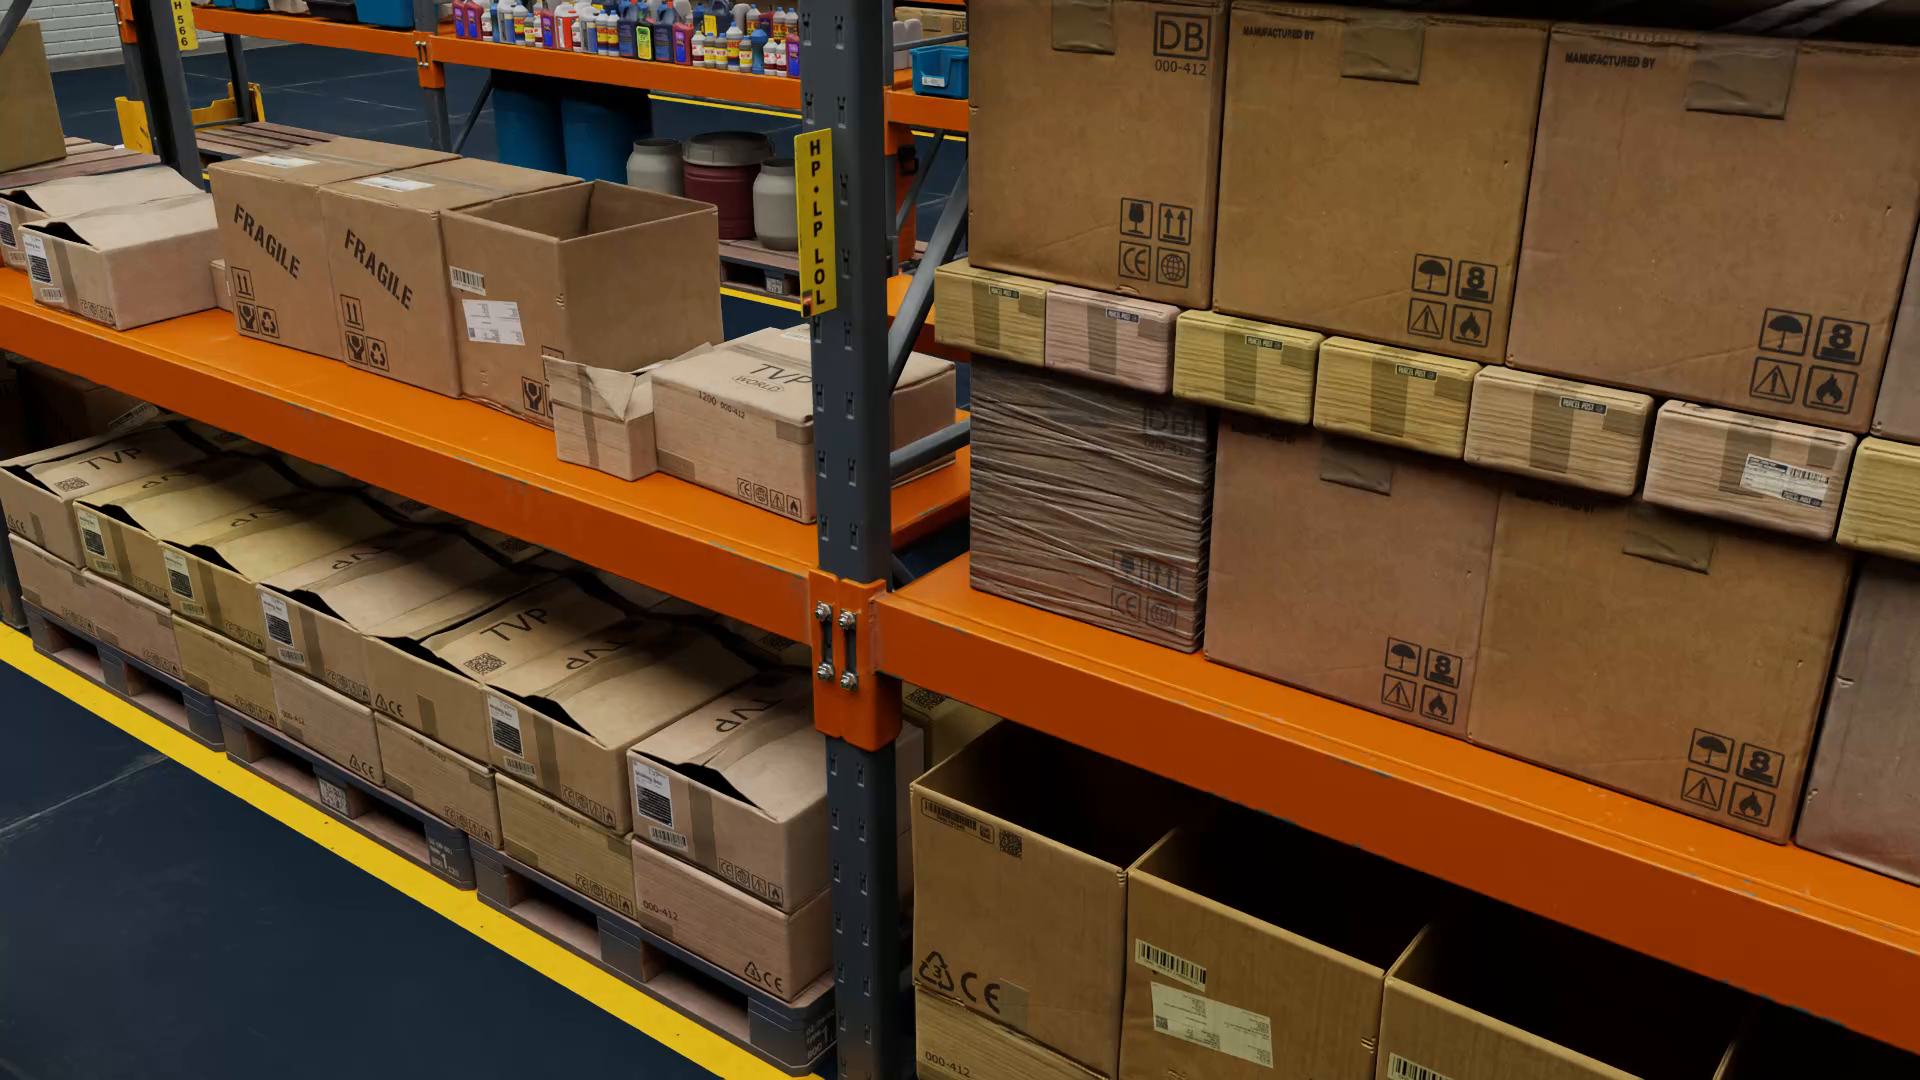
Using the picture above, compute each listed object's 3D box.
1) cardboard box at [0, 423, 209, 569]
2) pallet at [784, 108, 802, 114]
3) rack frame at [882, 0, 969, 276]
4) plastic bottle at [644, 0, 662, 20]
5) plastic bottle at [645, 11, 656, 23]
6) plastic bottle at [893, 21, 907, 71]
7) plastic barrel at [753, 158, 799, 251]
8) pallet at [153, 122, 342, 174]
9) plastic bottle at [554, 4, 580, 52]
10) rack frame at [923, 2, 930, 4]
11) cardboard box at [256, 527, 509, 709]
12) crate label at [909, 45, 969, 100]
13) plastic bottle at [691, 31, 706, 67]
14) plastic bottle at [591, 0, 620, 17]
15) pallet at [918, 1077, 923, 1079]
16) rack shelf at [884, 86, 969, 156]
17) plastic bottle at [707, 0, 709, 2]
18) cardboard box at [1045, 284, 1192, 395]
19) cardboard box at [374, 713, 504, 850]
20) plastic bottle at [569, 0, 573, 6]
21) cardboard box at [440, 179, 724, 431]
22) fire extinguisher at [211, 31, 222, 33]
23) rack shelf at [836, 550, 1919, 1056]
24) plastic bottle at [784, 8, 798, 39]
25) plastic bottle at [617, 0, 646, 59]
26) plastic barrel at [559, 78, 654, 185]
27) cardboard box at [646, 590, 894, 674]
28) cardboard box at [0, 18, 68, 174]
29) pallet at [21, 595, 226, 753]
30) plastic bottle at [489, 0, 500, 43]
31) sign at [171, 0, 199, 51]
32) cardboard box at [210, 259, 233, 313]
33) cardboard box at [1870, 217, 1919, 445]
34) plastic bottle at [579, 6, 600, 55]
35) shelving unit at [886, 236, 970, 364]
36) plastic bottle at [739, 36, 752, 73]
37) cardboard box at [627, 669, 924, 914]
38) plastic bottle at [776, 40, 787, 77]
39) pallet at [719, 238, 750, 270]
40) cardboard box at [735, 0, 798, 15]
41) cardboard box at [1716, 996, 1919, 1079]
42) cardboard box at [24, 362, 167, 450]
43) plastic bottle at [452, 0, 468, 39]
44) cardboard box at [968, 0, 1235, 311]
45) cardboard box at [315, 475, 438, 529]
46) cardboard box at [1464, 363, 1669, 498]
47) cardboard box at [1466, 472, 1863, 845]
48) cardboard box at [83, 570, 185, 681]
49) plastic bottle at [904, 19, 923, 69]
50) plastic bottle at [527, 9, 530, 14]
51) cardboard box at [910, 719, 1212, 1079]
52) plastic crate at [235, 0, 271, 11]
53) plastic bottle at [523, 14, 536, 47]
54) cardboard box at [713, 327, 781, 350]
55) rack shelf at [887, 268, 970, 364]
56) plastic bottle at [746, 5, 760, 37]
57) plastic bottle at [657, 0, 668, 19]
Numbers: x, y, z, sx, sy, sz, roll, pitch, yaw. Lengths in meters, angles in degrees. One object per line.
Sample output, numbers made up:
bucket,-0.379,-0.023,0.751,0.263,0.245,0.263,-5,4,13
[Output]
cardboard box,-2.895,-0.185,5.644,0.500,0.311,0.500,18,29,35
pallet,-0.956,-4.312,16.274,1.213,0.211,1.003,17,29,33
rack frame,-0.164,-2.813,9.415,0.127,3.000,1.000,17,29,33
plastic bottle,-2.052,-3.490,11.104,0.135,0.276,0.152,17,29,33
plastic bottle,-1.877,-3.093,10.195,0.133,0.283,0.061,17,29,33
plastic bottle,-0.408,-2.916,9.803,0.135,0.276,0.152,17,29,33
plastic barrel,-1.071,-2.088,10.332,0.421,0.512,0.421,0,24,0
pallet,-5.929,-3.260,13.887,1.213,0.211,1.003,17,29,33
plastic bottle,-2.482,-3.265,10.594,0.135,0.276,0.152,17,29,33
rack frame,-0.395,-5.379,15.237,0.127,3.000,1.000,17,29,33
cardboard box,-1.651,0.187,4.799,0.500,0.311,0.500,16,29,33
crate label,-0.052,-2.514,8.943,0.416,0.233,0.303,17,29,33
plastic bottle,-1.555,-2.937,9.942,0.097,0.201,0.097,0,24,0
plastic bottle,-2.372,-3.550,11.148,0.185,0.351,0.144,17,29,33
pallet,0.674,1.233,3.690,1.213,0.211,1.003,17,29,33
rack shelf,1.436,-2.000,8.462,4.000,0.370,1.077,17,29,33
plastic bottle,-1.654,-3.396,10.882,0.133,0.283,0.061,17,29,33
cardboard box,0.362,-0.403,3.017,0.250,0.149,0.380,17,29,34
cardboard box,-1.256,0.564,4.639,0.500,0.250,0.500,18,29,34
plastic bottle,-2.676,-3.628,11.509,0.097,0.201,0.097,0,24,0
cardboard box,-0.964,-0.613,4.297,0.500,0.500,0.500,19,30,37
fire extinguisher,-6.414,-4.725,14.312,0.183,0.674,0.296,17,29,33
rack shelf,1.663,0.564,2.642,4.000,0.370,1.077,17,29,33
plastic bottle,-1.055,-3.200,10.452,0.097,0.271,0.097,0,24,0
plastic bottle,-2.015,-3.156,10.254,0.185,0.351,0.144,17,29,33
plastic barrel,-2.373,-2.704,11.249,0.708,0.901,0.600,17,29,33
cardboard box,-0.516,0.258,4.639,0.500,0.311,0.500,16,29,33
cardboard box,-3.710,-1.570,5.948,0.500,0.500,0.700,7,25,16
pallet,-2.503,0.272,5.872,1.213,0.211,1.003,17,29,33
plastic bottle,-3.040,-3.418,10.946,0.097,0.271,0.097,0,24,0
sign,-2.808,-1.926,5.965,0.005,0.325,0.100,17,29,33
cardboard box,-2.084,-0.811,5.182,0.250,0.149,0.380,19,30,37
cardboard box,1.626,-0.419,2.248,0.500,0.500,0.700,17,29,33
plastic bottle,-2.297,-3.209,10.467,0.135,0.276,0.152,17,29,33
shelving unit,-0.005,-0.516,6.527,1.048,1.125,0.538,17,29,33
plastic bottle,-1.244,-2.843,9.728,0.097,0.201,0.097,0,24,0
cardboard box,-0.433,0.555,3.963,0.500,0.311,0.500,17,29,33
plastic bottle,-1.010,-2.772,9.568,0.097,0.201,0.097,0,24,0
pallet,-1.792,-2.010,11.049,1.213,0.211,1.003,17,29,33
cardboard box,-1.595,-5.002,16.496,0.875,0.875,0.875,17,29,33
cardboard box,1.448,1.049,2.608,0.500,0.500,0.500,17,29,33
cardboard box,-3.331,-0.476,6.664,0.500,0.500,0.500,18,30,35
plastic bottle,-3.328,-3.501,11.120,0.133,0.283,0.061,17,29,33
cardboard box,0.422,-0.783,3.074,0.500,0.500,0.700,17,29,34
cardboard box,-1.749,-0.113,5.480,0.500,0.311,0.500,17,29,33
cardboard box,0.980,-0.217,2.594,0.250,0.149,0.380,16,28,32
cardboard box,1.247,0.059,2.772,0.500,0.500,0.700,17,29,34
cardboard box,-2.492,0.193,5.482,0.500,0.250,0.500,16,28,32
plastic bottle,-0.317,-2.965,9.914,0.135,0.276,0.152,17,29,33
plastic bottle,-2.870,-3.411,11.018,0.097,0.201,0.097,0,24,0
cardboard box,0.246,0.687,3.429,0.500,0.500,0.500,17,29,33
plastic crate,-5.272,-4.142,12.563,0.300,0.233,0.416,17,29,33
plastic bottle,-2.776,-3.306,10.779,0.097,0.201,0.097,0,24,0
cardboard box,-0.524,-0.414,4.281,0.250,0.149,0.380,17,29,33
rack shelf,-0.005,-0.784,6.409,1.000,0.278,0.538,17,29,33
plastic bottle,-1.317,-3.280,10.633,0.097,0.271,0.097,0,24,0
plastic bottle,-1.927,-3.387,10.877,0.097,0.271,0.097,0,24,0
